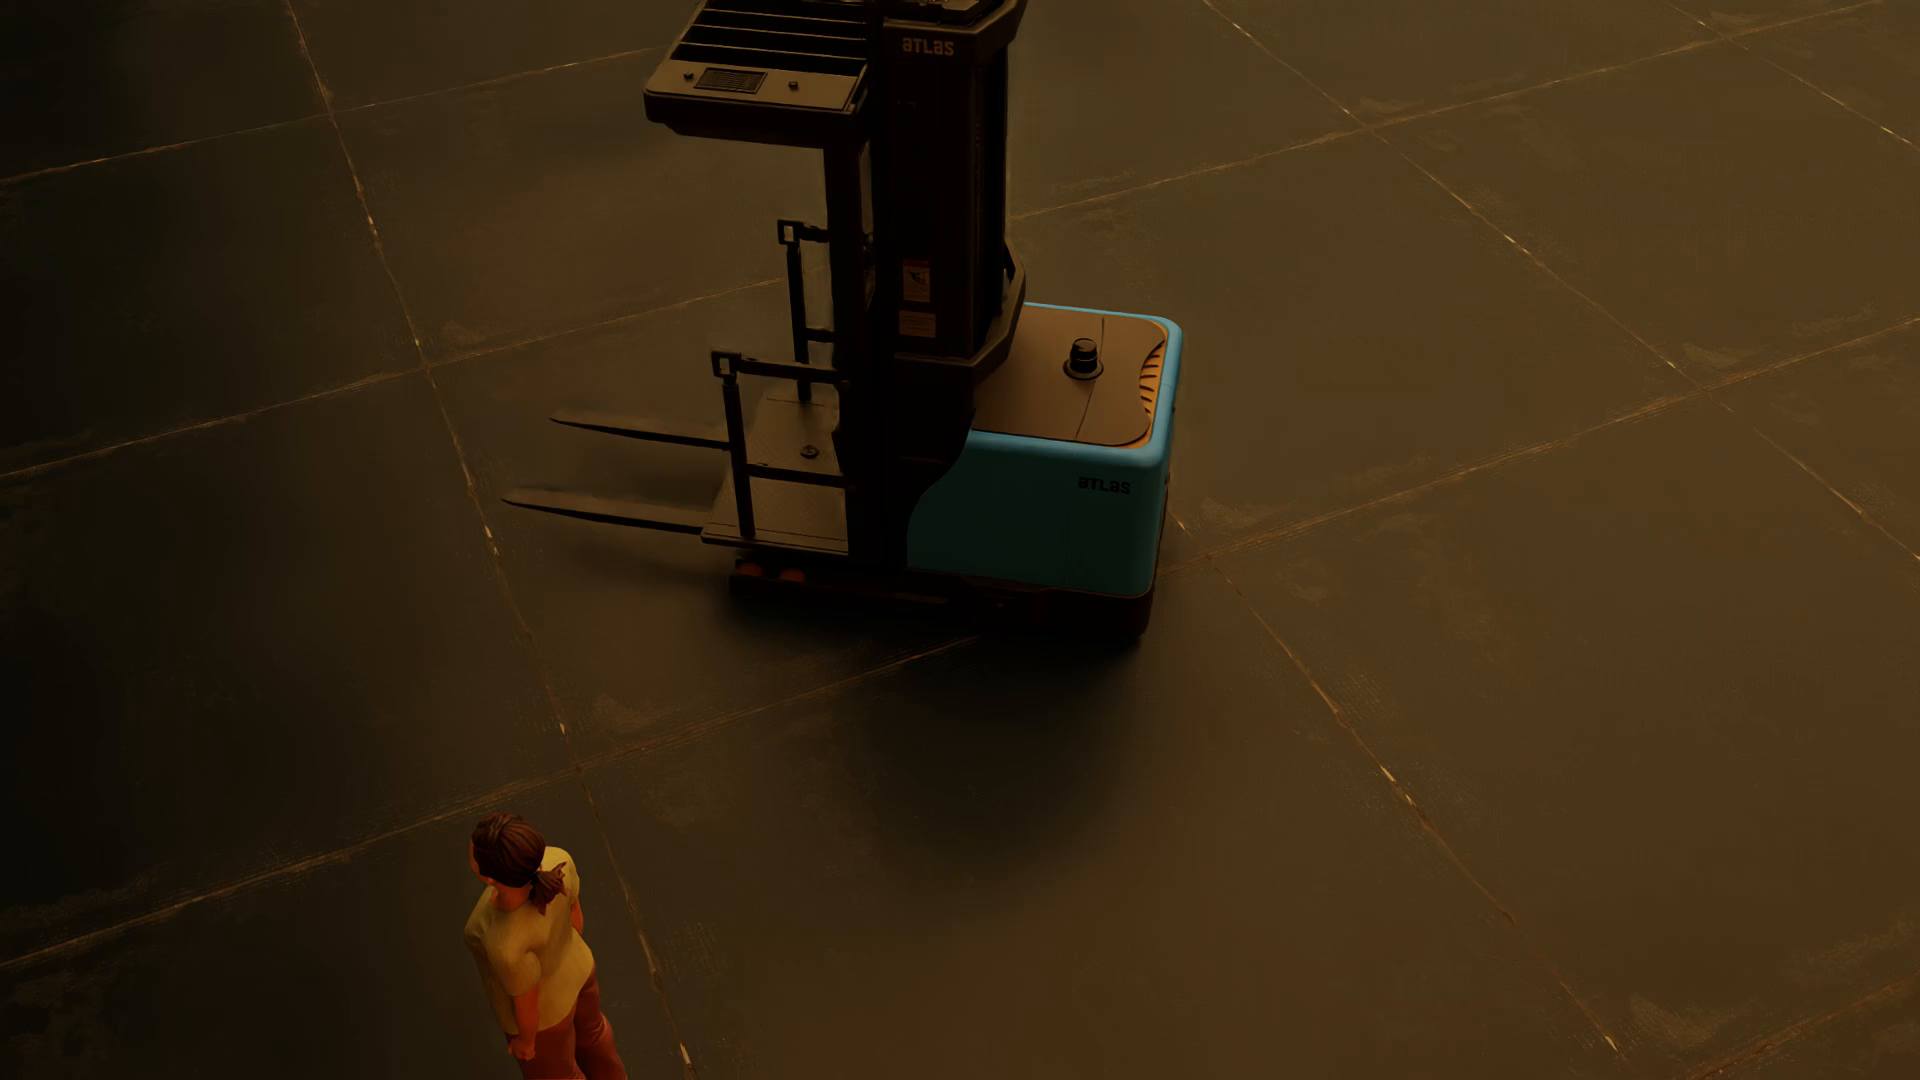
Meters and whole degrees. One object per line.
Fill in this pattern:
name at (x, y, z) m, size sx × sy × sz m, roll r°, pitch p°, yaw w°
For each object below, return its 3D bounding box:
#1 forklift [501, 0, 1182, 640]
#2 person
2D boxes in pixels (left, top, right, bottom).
forklift at (-0.580, -1.128, 6.889) m, size 3.031 × 2.935 × 1.130 m, roll 7°, pitch 44°, yaw 8°
person at (-1.288, 1.386, 5.119) m, size 0.381 × 1.671 × 0.437 m, roll 10°, pitch 44°, yaw 10°
